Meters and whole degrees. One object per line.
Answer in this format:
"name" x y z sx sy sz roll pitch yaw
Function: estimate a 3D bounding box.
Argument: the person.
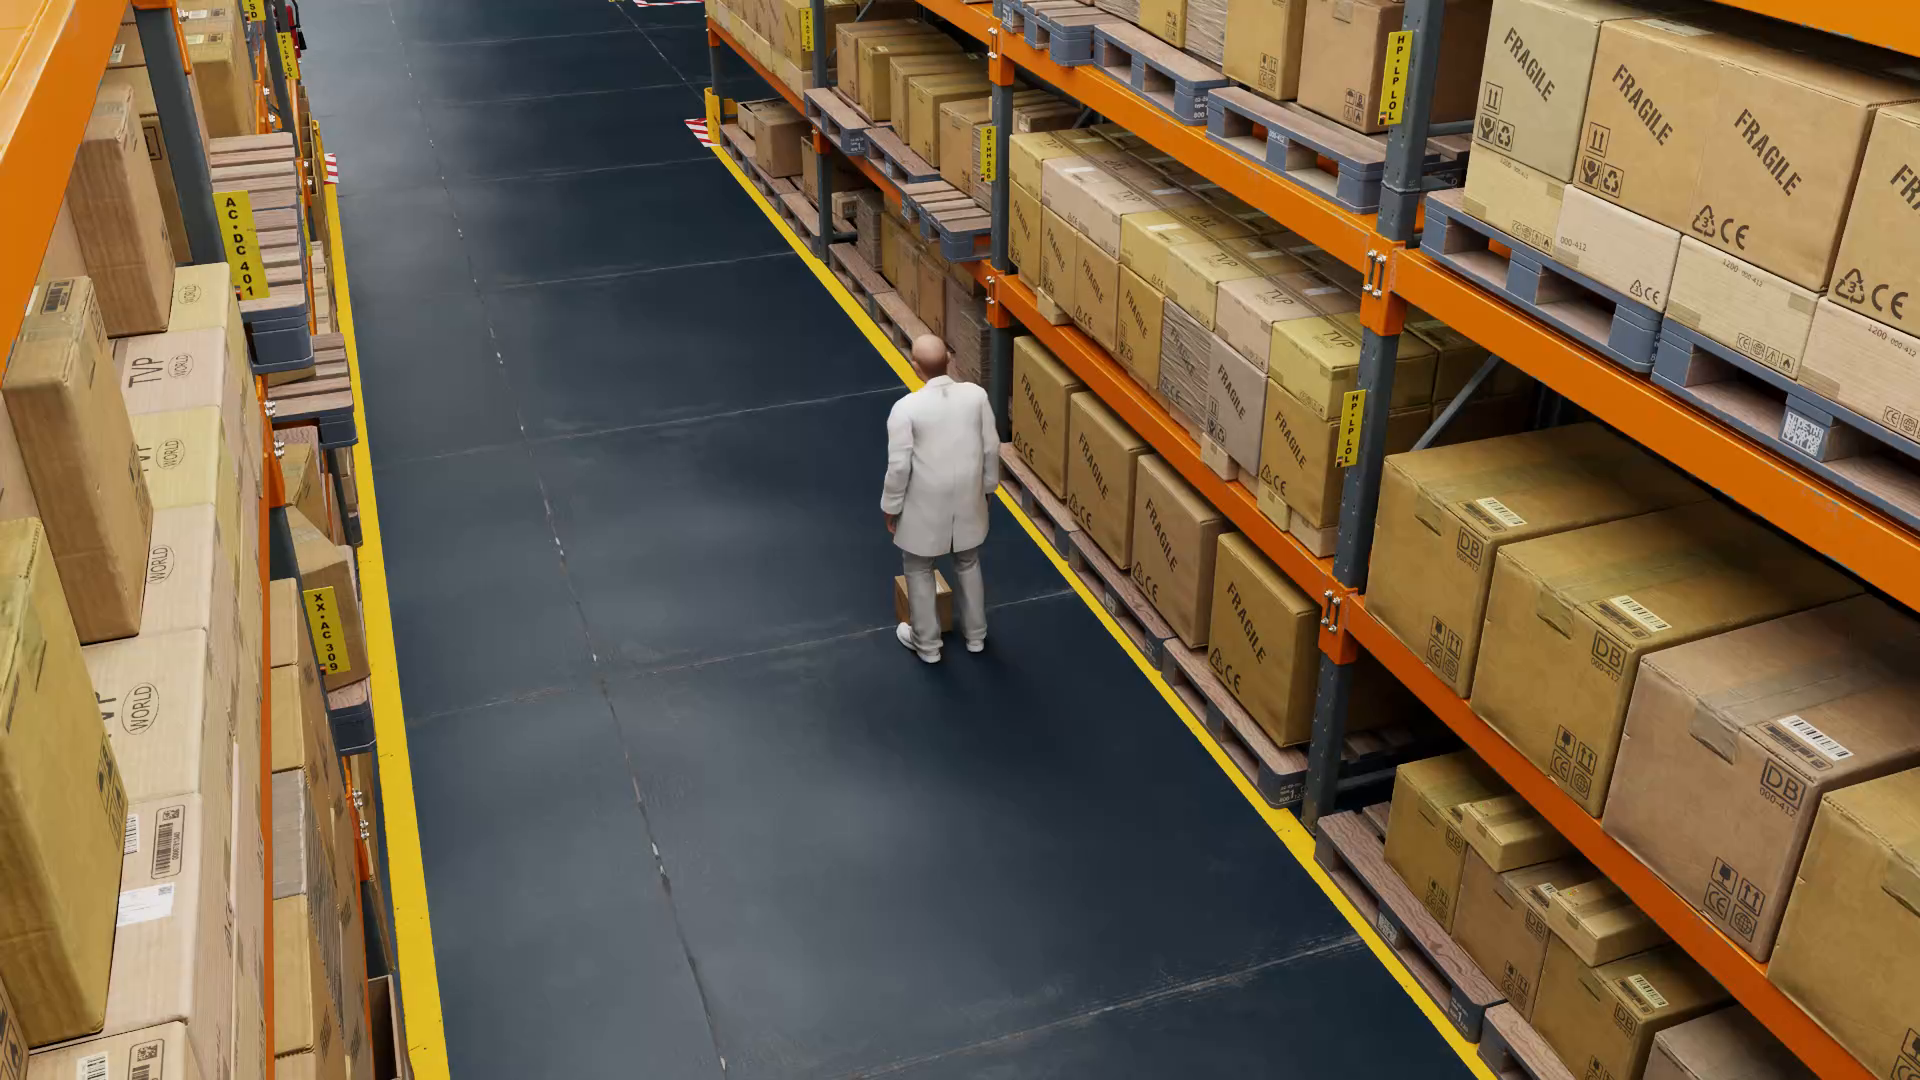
"person" -0.103 -0.189 8.517 0.645 1.735 0.430 -12 32 -20
